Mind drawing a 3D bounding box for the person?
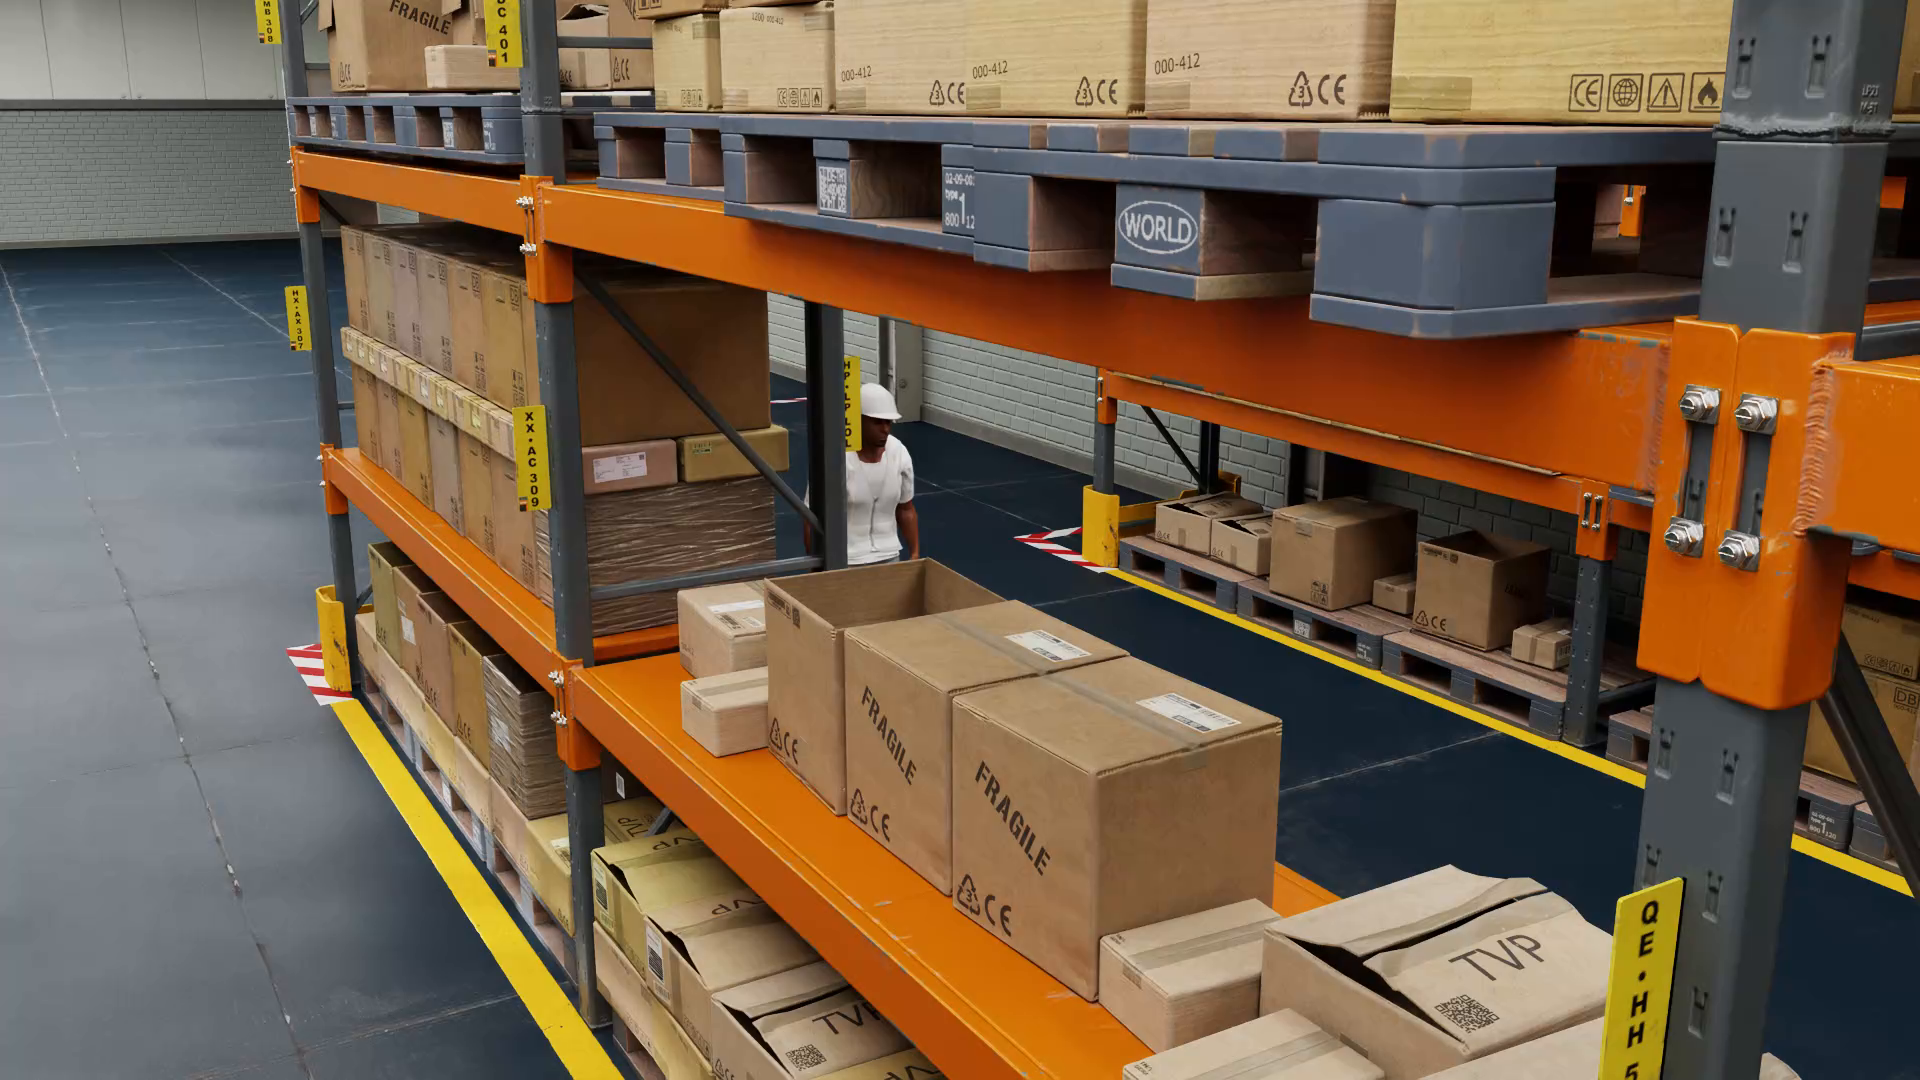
[{"bbox_3d":[-0.460,0.108,8.068,0.636,1.761,0.454,-10,18,-33],"label":"person"}]
